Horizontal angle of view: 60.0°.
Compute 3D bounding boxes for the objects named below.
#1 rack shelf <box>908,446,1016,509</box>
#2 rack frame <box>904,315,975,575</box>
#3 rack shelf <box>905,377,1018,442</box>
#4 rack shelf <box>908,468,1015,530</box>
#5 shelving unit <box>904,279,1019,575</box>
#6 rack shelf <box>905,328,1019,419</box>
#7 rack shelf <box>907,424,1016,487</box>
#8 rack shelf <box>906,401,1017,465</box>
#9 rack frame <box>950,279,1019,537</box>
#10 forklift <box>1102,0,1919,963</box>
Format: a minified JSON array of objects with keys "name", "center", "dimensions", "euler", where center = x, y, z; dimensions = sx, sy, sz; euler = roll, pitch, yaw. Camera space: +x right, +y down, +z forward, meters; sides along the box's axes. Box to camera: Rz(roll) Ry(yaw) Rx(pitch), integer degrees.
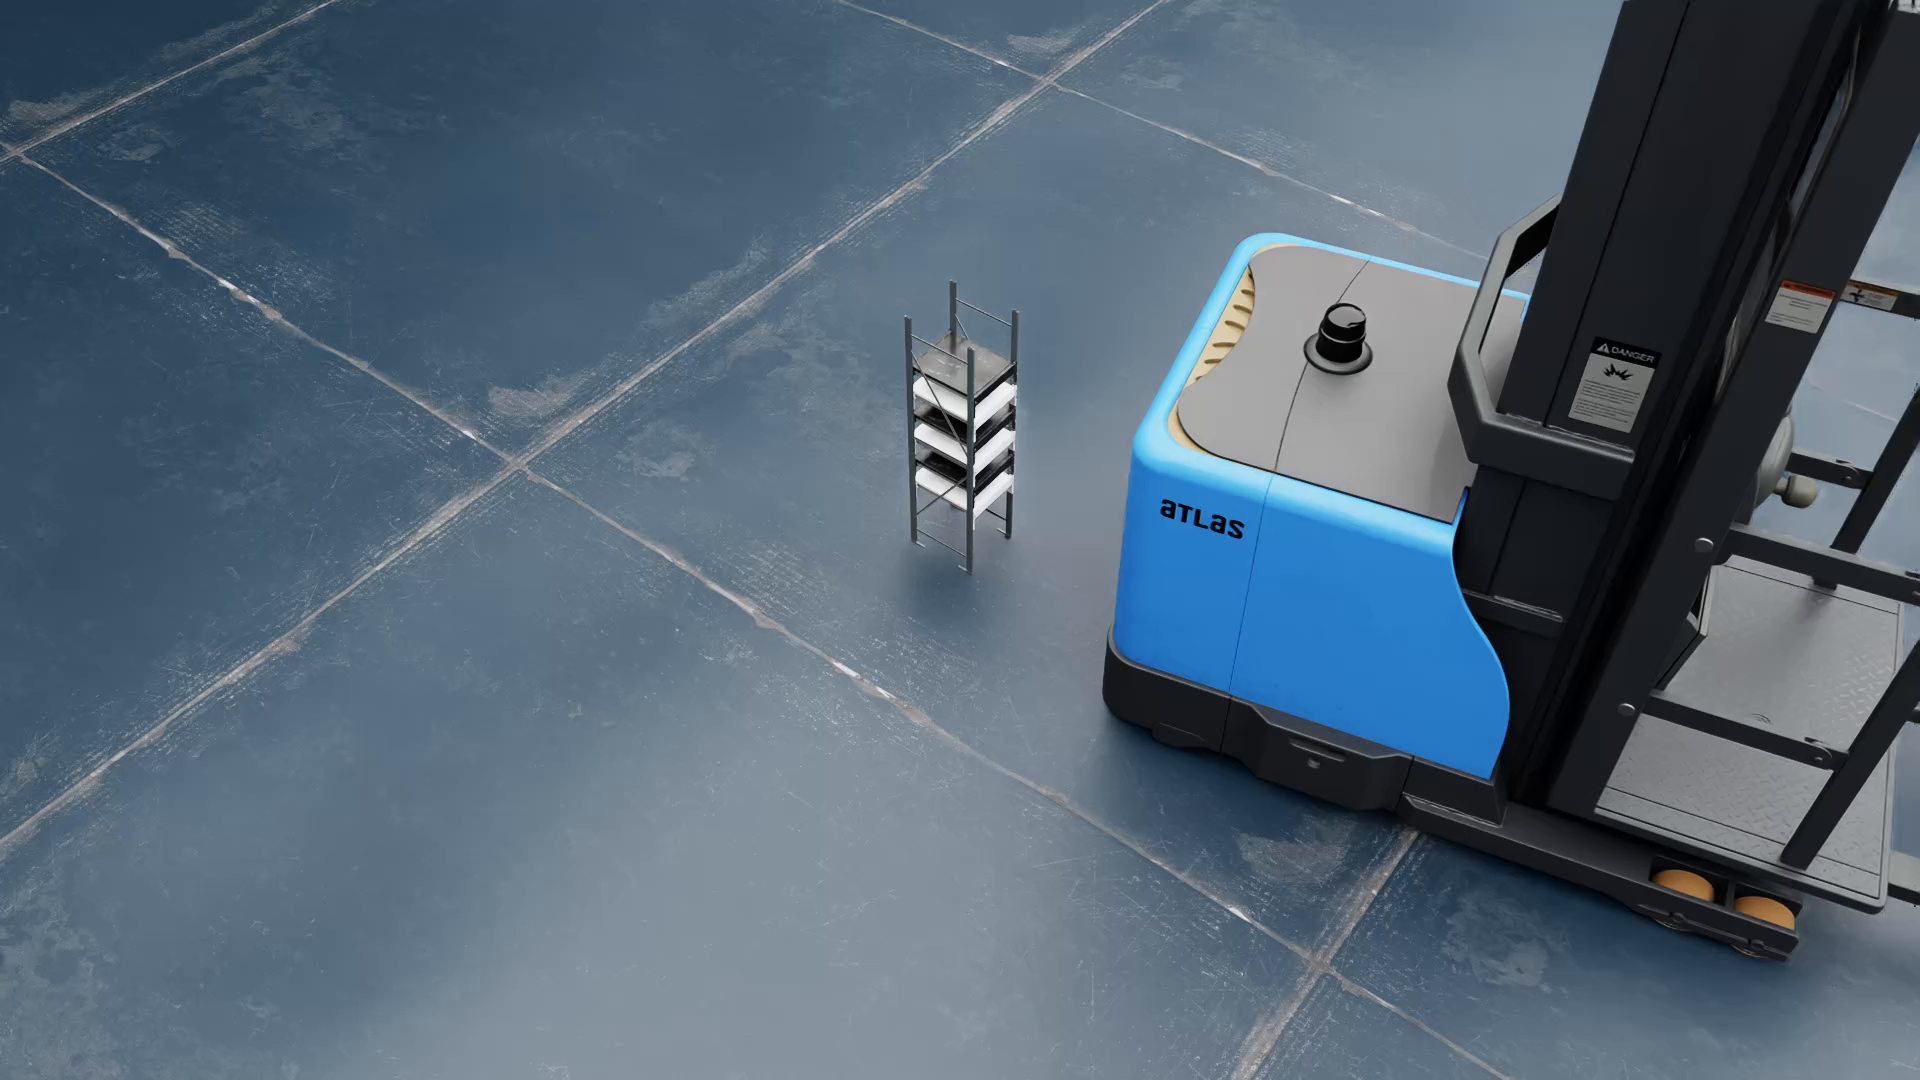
[{"name":"rack shelf","center":[0.005,-0.230,5.018],"dimensions":[0.258,0.077,0.200],"euler":[29,53,25]},{"name":"rack frame","center":[-0.057,-0.257,4.873],"dimensions":[0.240,0.900,0.006],"euler":[29,53,25]},{"name":"rack shelf","center":[0.005,-0.417,4.823],"dimensions":[0.258,0.077,0.200],"euler":[29,53,25]},{"name":"rack shelf","center":[0.005,-0.168,5.083],"dimensions":[0.258,0.077,0.200],"euler":[29,53,25]},{"name":"shelving unit","center":[0.005,-0.315,4.929],"dimensions":[0.258,0.900,0.210],"euler":[29,53,25]},{"name":"rack shelf","center":[0.005,-0.479,4.758],"dimensions":[0.258,0.077,0.200],"euler":[29,53,25]},{"name":"rack shelf","center":[0.005,-0.292,4.953],"dimensions":[0.258,0.077,0.200],"euler":[29,53,25]},{"name":"rack shelf","center":[0.005,-0.355,4.888],"dimensions":[0.258,0.077,0.200],"euler":[29,53,25]},{"name":"rack frame","center":[0.067,-0.374,4.985],"dimensions":[0.240,0.900,0.006],"euler":[29,53,25]},{"name":"forklift","center":[1.968,-0.392,3.597],"dimensions":[3.031,2.935,1.130],"euler":[18,49,16]}]
